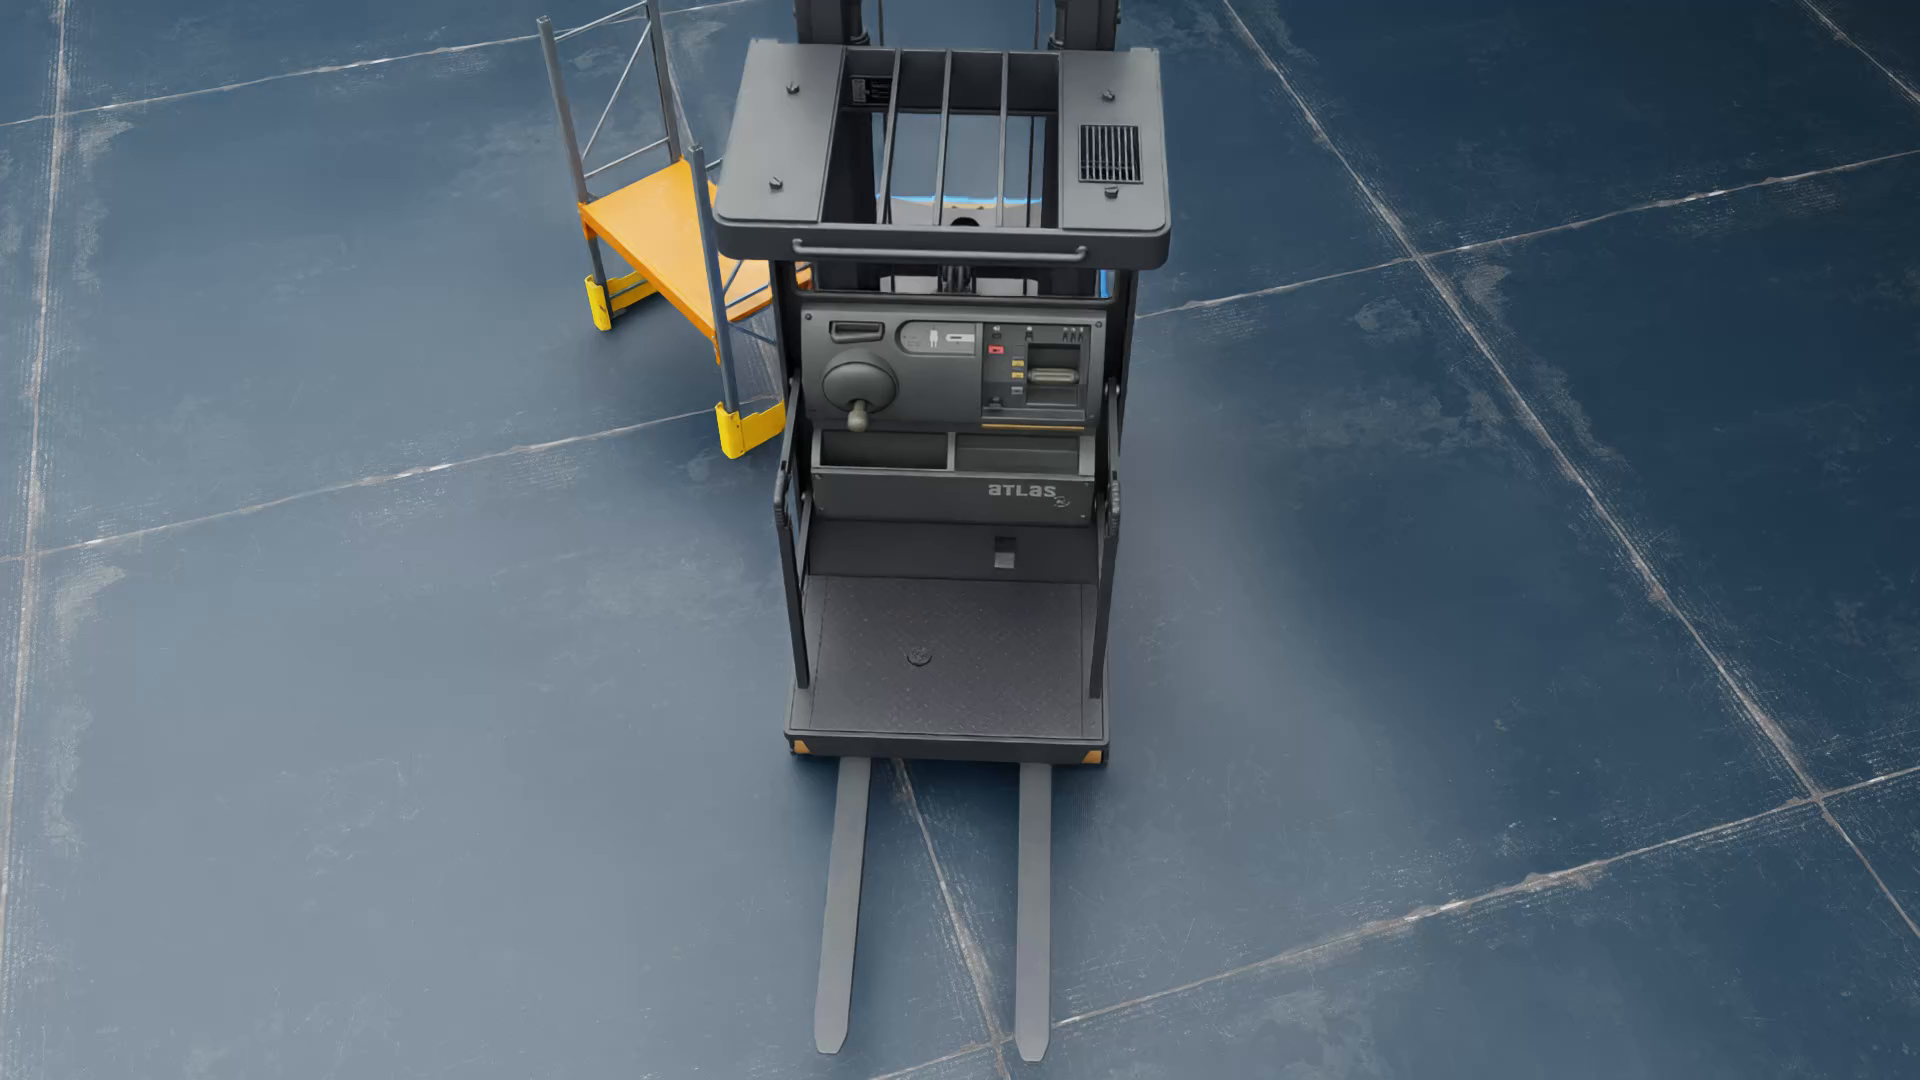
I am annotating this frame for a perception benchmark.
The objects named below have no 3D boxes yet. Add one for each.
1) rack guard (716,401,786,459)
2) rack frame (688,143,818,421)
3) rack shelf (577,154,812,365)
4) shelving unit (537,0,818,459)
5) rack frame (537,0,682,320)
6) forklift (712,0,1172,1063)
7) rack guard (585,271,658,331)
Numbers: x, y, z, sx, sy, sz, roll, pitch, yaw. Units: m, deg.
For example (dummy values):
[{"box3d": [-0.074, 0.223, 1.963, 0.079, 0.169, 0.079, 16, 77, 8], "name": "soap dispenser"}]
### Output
[{"box3d": [-0.735, -0.574, 6.860, 0.587, 0.250, 0.087, -32, 57, -24], "name": "rack guard"}, {"box3d": [-0.734, -0.976, 6.382, 0.500, 1.500, 0.032, -32, 57, -24], "name": "rack frame"}, {"box3d": [-1.058, -1.160, 6.772, 0.538, 0.185, 1.000, -32, 57, -24], "name": "rack shelf"}, {"box3d": [-1.053, -1.270, 6.630, 0.587, 1.500, 1.083, -32, 57, -24], "name": "shelving unit"}, {"box3d": [-1.382, -1.575, 6.887, 0.500, 1.500, 0.032, -32, 57, -24], "name": "rack frame"}, {"box3d": [-0.028, -0.417, 4.974, 1.130, 2.935, 3.031, 2, 50, 1], "name": "forklift"}, {"box3d": [-1.370, -1.161, 7.355, 0.587, 0.250, 0.087, -32, 57, -24], "name": "rack guard"}]
